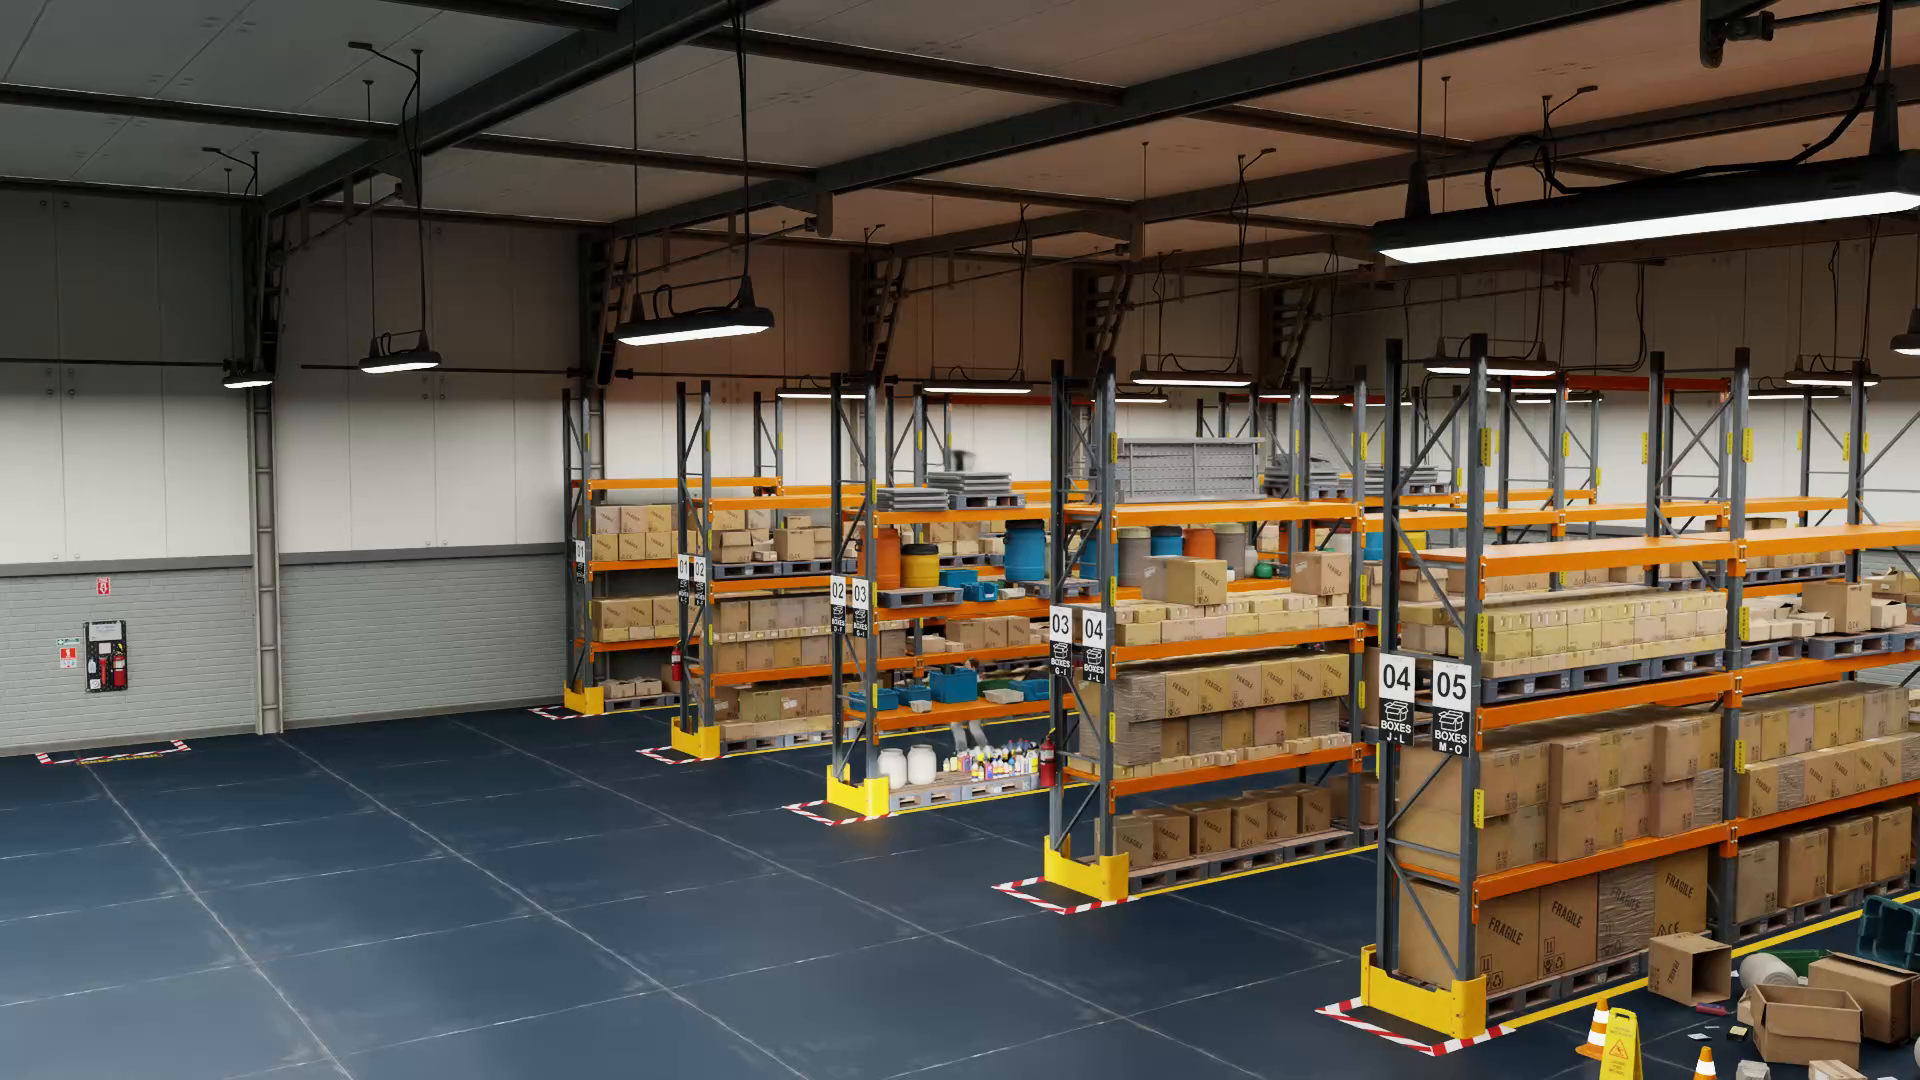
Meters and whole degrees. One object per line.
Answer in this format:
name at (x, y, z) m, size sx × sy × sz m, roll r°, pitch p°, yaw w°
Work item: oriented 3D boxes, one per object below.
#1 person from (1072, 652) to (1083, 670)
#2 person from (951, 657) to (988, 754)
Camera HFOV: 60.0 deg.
person at (2.429, 2.028, 35.137) m, size 0.688 × 1.791 × 0.765 m, roll 3°, pitch 5°, yaw 42°
person at (0.235, 2.678, 26.142) m, size 0.669 × 1.705 × 0.609 m, roll -2°, pitch 4°, yaw -23°
